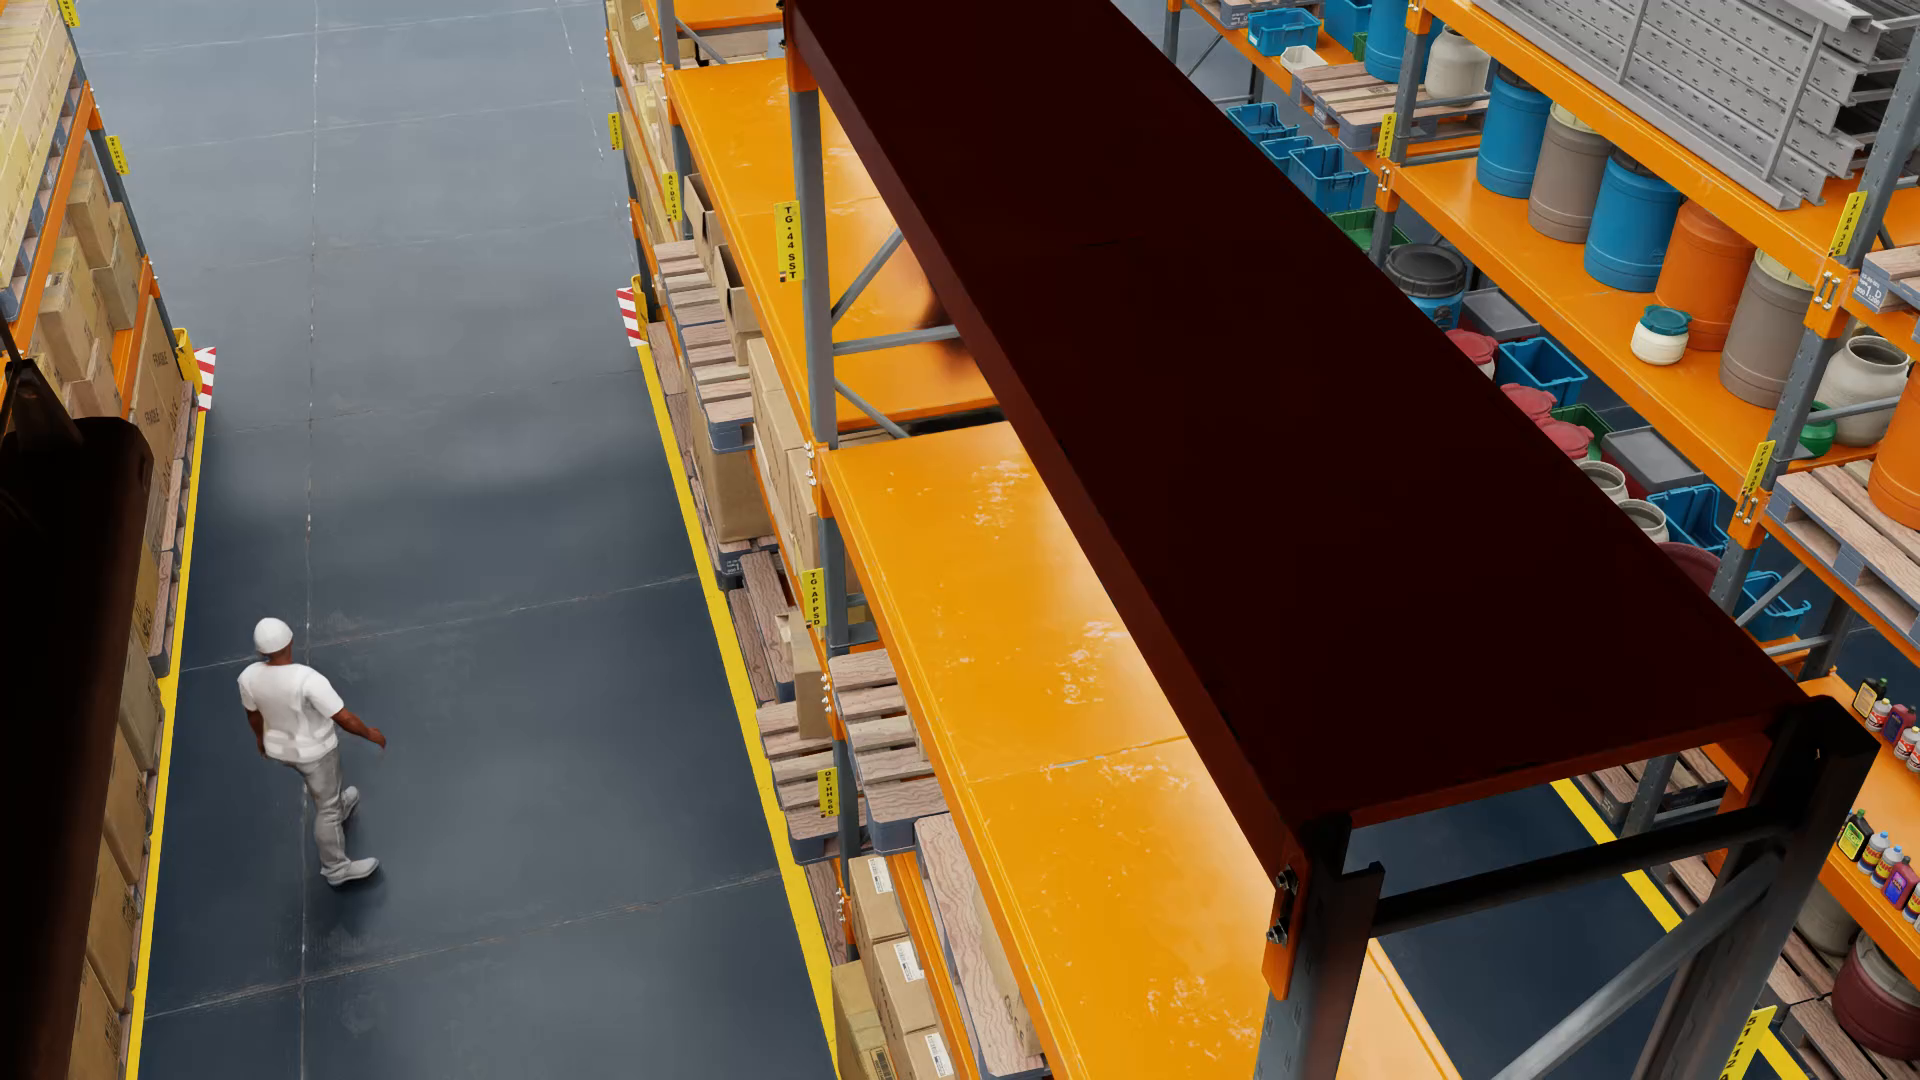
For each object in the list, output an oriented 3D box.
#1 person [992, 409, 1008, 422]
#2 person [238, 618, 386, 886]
[{"bbox_3d":[0.251,-0.565,12.221,0.571,1.696,0.461,10,39,12],"label":"person"},{"bbox_3d":[-3.848,1.199,9.914,0.758,1.760,0.767,11,40,14],"label":"person"}]
